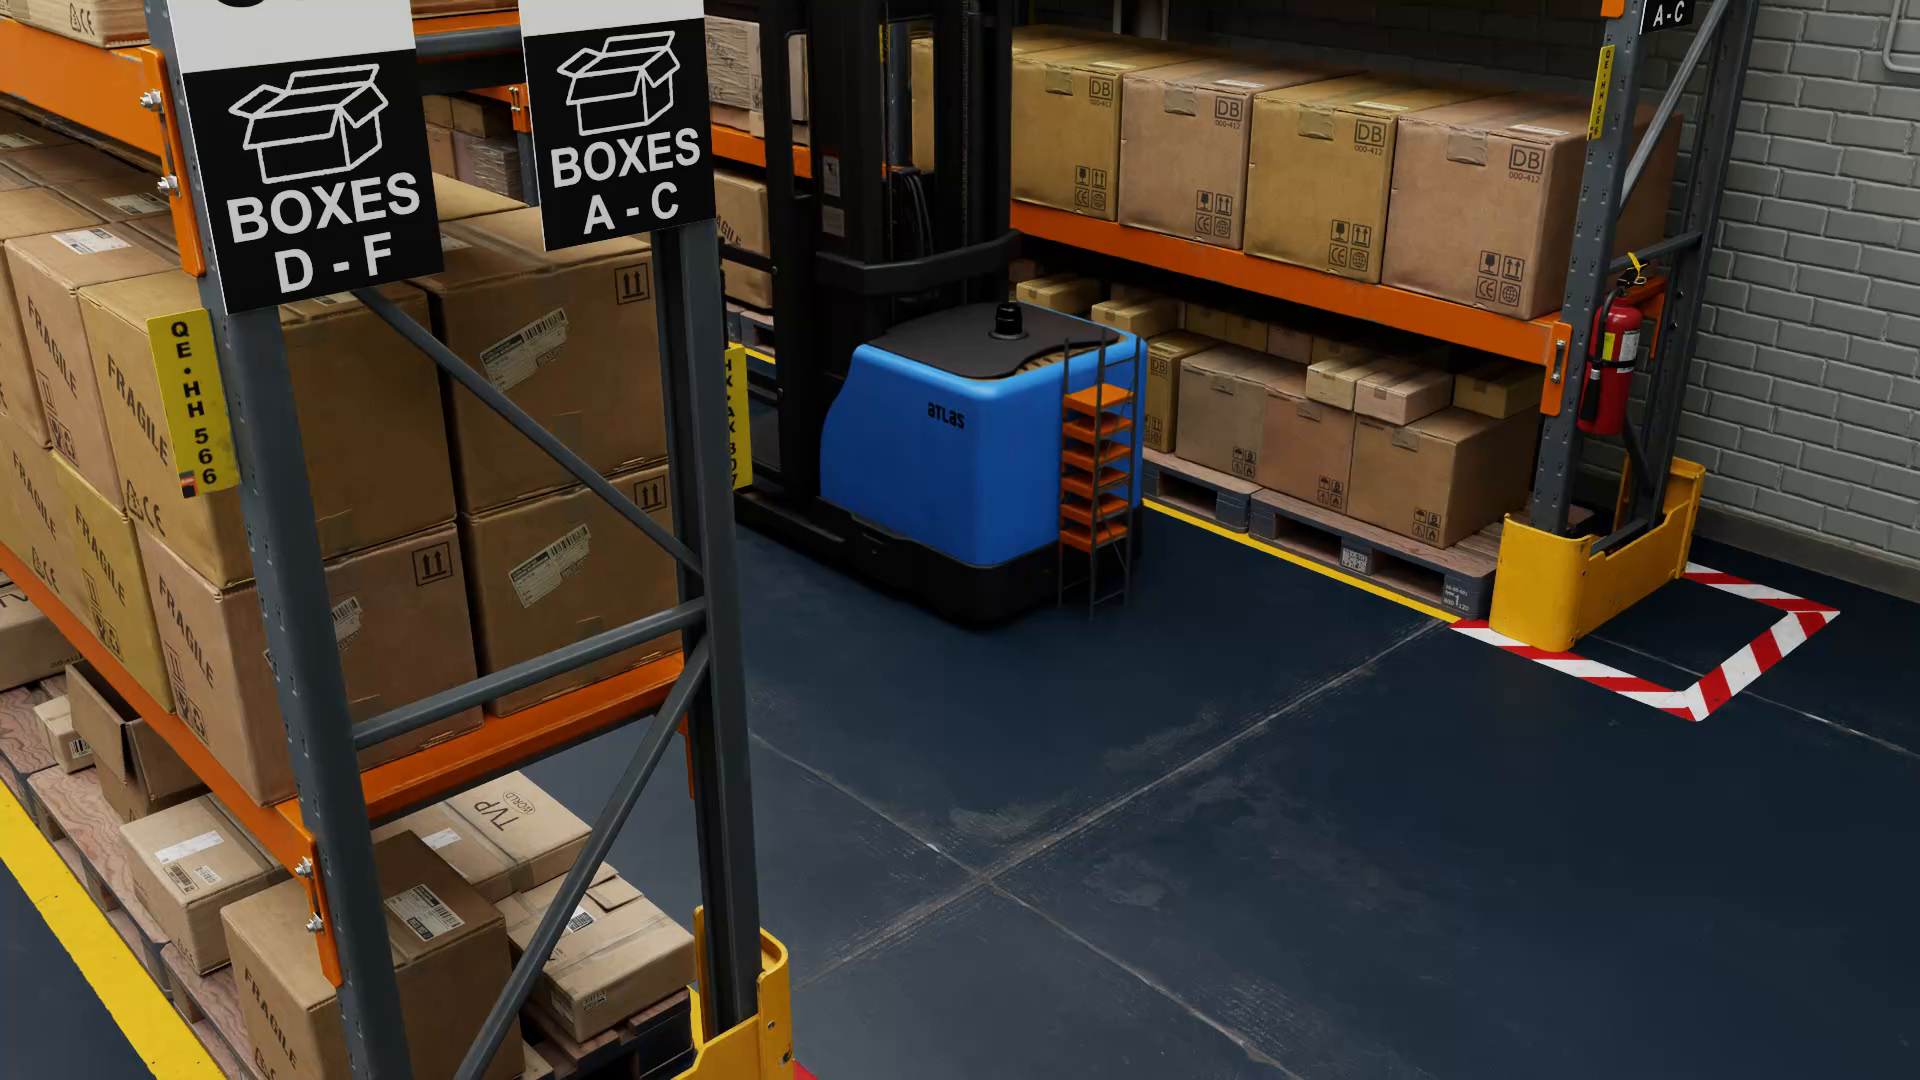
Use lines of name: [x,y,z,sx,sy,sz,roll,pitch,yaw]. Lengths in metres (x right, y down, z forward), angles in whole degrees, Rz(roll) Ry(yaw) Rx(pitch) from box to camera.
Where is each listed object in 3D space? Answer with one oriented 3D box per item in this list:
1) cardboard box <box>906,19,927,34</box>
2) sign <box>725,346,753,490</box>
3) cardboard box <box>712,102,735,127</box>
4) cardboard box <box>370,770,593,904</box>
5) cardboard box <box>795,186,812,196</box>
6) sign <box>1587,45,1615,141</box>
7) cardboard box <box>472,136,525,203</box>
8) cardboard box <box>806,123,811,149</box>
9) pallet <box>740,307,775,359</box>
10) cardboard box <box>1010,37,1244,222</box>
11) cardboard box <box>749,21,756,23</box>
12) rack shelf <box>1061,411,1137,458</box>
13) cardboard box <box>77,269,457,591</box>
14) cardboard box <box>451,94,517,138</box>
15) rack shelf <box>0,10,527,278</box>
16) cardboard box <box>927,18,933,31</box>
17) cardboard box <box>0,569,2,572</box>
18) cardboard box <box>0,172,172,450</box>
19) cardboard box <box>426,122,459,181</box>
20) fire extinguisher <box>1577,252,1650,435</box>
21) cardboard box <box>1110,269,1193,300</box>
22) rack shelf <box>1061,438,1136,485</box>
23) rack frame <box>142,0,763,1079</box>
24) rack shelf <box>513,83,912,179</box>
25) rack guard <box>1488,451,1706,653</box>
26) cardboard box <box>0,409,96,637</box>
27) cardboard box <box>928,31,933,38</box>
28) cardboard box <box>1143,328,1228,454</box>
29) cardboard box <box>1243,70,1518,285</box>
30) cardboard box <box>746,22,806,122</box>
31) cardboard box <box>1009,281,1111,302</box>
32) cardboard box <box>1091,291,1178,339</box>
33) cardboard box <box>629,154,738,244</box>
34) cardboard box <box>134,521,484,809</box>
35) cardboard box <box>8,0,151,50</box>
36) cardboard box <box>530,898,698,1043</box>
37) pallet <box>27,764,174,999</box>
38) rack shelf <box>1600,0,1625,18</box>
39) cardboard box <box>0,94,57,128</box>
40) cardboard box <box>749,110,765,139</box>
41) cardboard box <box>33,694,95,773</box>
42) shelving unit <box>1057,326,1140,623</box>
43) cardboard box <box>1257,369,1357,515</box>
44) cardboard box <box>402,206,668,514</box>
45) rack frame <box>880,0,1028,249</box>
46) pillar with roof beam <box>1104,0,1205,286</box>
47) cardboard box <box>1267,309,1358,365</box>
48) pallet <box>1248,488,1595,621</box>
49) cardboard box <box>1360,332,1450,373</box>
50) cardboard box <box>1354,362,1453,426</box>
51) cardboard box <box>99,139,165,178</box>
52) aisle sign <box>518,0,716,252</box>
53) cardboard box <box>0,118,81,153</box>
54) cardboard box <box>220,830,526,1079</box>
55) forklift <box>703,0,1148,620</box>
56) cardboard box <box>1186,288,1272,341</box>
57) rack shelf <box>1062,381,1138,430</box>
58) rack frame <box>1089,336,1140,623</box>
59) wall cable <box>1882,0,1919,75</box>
cardboard box: [-0.529,-2.933,9.158,0.500,0.250,0.500,-20,31,-37]
sign: [-0.507,-0.262,3.668,0.100,0.325,0.005,-21,32,-38]
cardboard box: [-1.298,-2.647,10.217,0.380,0.149,0.250,-22,33,-40]
cardboard box: [-1.409,0.940,4.859,0.500,0.250,0.500,-21,32,-38]
cardboard box: [-0.563,-1.706,9.959,0.750,0.750,0.750,-21,32,-38]
sign: [2.305,-1.606,5.975,0.100,0.325,0.005,-21,32,-38]
cardboard box: [-3.288,-2.811,12.779,0.700,0.500,0.500,-21,32,-38]
cardboard box: [-0.651,-2.319,9.498,0.380,0.149,0.250,-21,32,-38]
pallet: [-0.606,-1.276,10.293,1.003,0.211,1.213,-21,32,-38]
cardboard box: [0.830,-2.077,8.328,0.980,0.700,0.700,-22,33,-40]
cardboard box: [-0.872,-3.090,9.504,0.500,0.250,0.500,-20,31,-37]
rack shelf: [0.569,-0.439,6.795,0.258,0.103,0.180,-21,32,-38]
cardboard box: [-1.408,-0.272,3.406,0.500,0.500,0.500,-22,32,-39]
cardboard box: [-3.631,-3.342,13.041,0.500,0.250,0.500,-20,32,-38]
rack shelf: [-2.270,-1.358,4.365,1.077,0.370,4.000,-21,32,-38]
cardboard box: [-0.148,-3.077,9.474,0.500,0.250,0.500,-20,31,-37]
cardboard box: [-4.183,-0.057,6.743,0.500,0.500,0.500,-21,32,-39]
cardboard box: [-2.112,-0.580,4.082,0.500,0.500,0.500,-20,31,-37]
cardboard box: [-3.915,-3.142,13.506,0.700,0.500,0.500,-21,32,-39]
fire extinguisher: [2.477,-0.739,6.299,0.296,0.674,0.183,-21,32,-38]
cardboard box: [1.001,-1.287,8.682,0.380,0.149,0.250,-23,33,-40]
rack shelf: [0.569,-0.330,6.845,0.258,0.103,0.180,-21,32,-38]
rack frame: [-0.901,0.285,3.512,0.949,2.616,0.053,-21,32,-38]
rack shelf: [-1.390,-2.611,10.727,1.077,0.370,4.000,-21,32,-38]
rack guard: [2.727,0.024,7.096,1.175,0.500,0.348,-21,32,-38]
cardboard box: [-2.102,-0.127,4.294,0.500,0.500,0.500,-21,32,-38]
cardboard box: [-0.154,-2.733,9.625,0.500,0.500,0.500,22,33,40]
cardboard box: [1.103,-0.821,8.442,0.700,0.500,0.500,-20,31,-37]
cardboard box: [1.849,-1.626,7.339,0.980,0.700,0.700,-22,32,-39]
cardboard box: [-0.879,-2.743,9.645,0.500,0.500,0.500,-21,32,-38]
cardboard box: [0.413,-1.131,9.120,0.700,0.500,0.500,-21,32,-38]
cardboard box: [0.871,-1.112,8.298,0.380,0.149,0.250,-22,33,-40]
cardboard box: [-1.757,-2.230,11.109,0.750,0.750,0.750,-21,32,-39]
cardboard box: [-1.408,0.182,3.617,0.500,0.500,0.500,-20,31,-37]
cardboard box: [-1.447,-1.092,3.096,0.500,0.250,0.500,-21,32,-38]
cardboard box: [-0.938,1.158,4.502,0.380,0.149,0.250,-21,32,-38]
pallet: [-2.330,0.921,5.478,1.003,0.211,1.213,-21,32,-38]
rack shelf: [1.343,-2.764,7.448,1.077,0.370,4.000,-21,32,-38]
cardboard box: [-2.750,-1.192,5.425,0.500,0.500,0.500,-22,32,-39]
cardboard box: [-1.019,-2.474,9.837,0.380,0.149,0.250,-21,32,-38]
cardboard box: [-2.909,0.610,5.681,0.380,0.166,0.250,-21,32,-38]
shelving unit: [0.569,-0.261,6.877,0.258,1.200,0.189,-21,32,-38]
cardboard box: [1.817,-0.510,7.759,0.700,0.500,0.500,-21,32,-39]
cardboard box: [-1.014,-0.424,3.740,0.500,0.500,0.500,-20,31,-37]
rack frame: [-0.023,-2.333,9.249,1.000,3.000,0.127,-21,32,-38]
pillar with roof beam: [-2.056,-3.874,5.400,9.100,9.000,0.400,-21,32,-38]
cardboard box: [1.698,-0.978,8.005,0.380,0.149,0.250,-21,32,-38]
pallet: [2.107,-0.072,7.654,1.003,0.211,1.213,-21,32,-38]
cardboard box: [2.044,-0.825,7.670,0.380,0.149,0.250,-21,32,-38]
cardboard box: [1.938,-0.641,7.264,0.380,0.149,0.250,-22,32,-39]
cardboard box: [-2.063,-0.887,4.755,0.500,0.500,0.500,-22,32,-39]
aisle sign: [-0.642,-0.960,3.108,0.394,0.787,0.004,-21,32,-38]
cardboard box: [-2.816,-0.892,4.766,0.500,0.500,0.500,-22,33,-40]
cardboard box: [-1.454,1.128,4.145,0.500,0.500,0.500,-21,32,-38]
forklift: [-0.559,-1.527,7.566,1.130,2.935,3.031,-21,32,-38]
cardboard box: [1.350,-1.133,8.343,0.380,0.149,0.250,-22,32,-39]
rack shelf: [0.569,-0.548,6.746,0.258,0.103,0.180,-21,32,-38]
rack frame: [0.631,-0.233,6.816,0.240,1.200,0.006,-21,32,-38]
wall cable: [4.276,-1.463,6.120,0.084,1.984,1.851,-21,32,-38]
